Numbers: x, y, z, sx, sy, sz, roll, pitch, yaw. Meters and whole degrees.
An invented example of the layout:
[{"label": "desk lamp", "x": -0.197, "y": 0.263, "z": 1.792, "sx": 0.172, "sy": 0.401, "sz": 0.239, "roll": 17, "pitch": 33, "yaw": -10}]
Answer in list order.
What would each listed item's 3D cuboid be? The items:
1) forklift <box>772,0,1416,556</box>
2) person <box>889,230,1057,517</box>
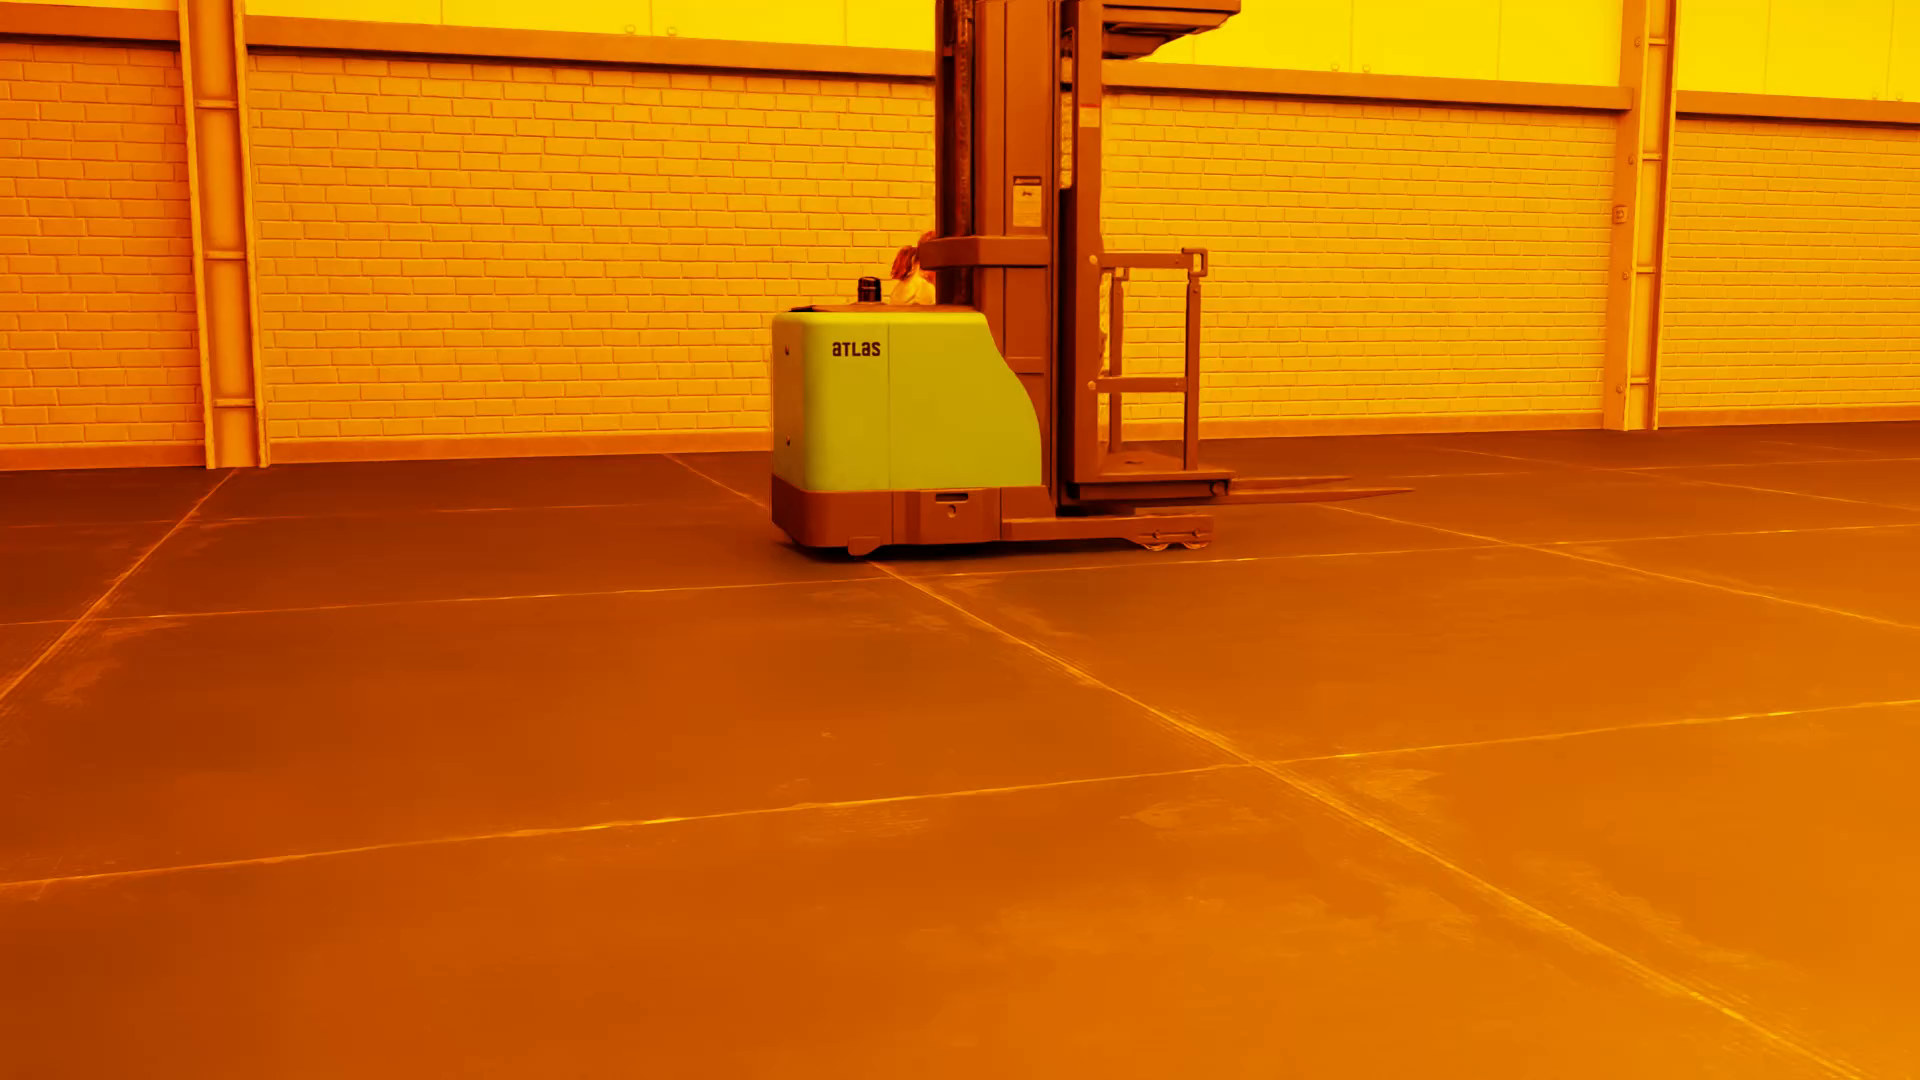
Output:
[{"label": "forklift", "x": 0.667, "y": -1.467, "z": 7.834, "sx": 3.031, "sy": 2.935, "sz": 1.130, "roll": -2, "pitch": 8, "yaw": -15}, {"label": "person", "x": -0.071, "y": -0.832, "z": 8.518, "sx": 0.861, "sy": 1.480, "sz": 1.227, "roll": -3, "pitch": 8, "yaw": -19}]
